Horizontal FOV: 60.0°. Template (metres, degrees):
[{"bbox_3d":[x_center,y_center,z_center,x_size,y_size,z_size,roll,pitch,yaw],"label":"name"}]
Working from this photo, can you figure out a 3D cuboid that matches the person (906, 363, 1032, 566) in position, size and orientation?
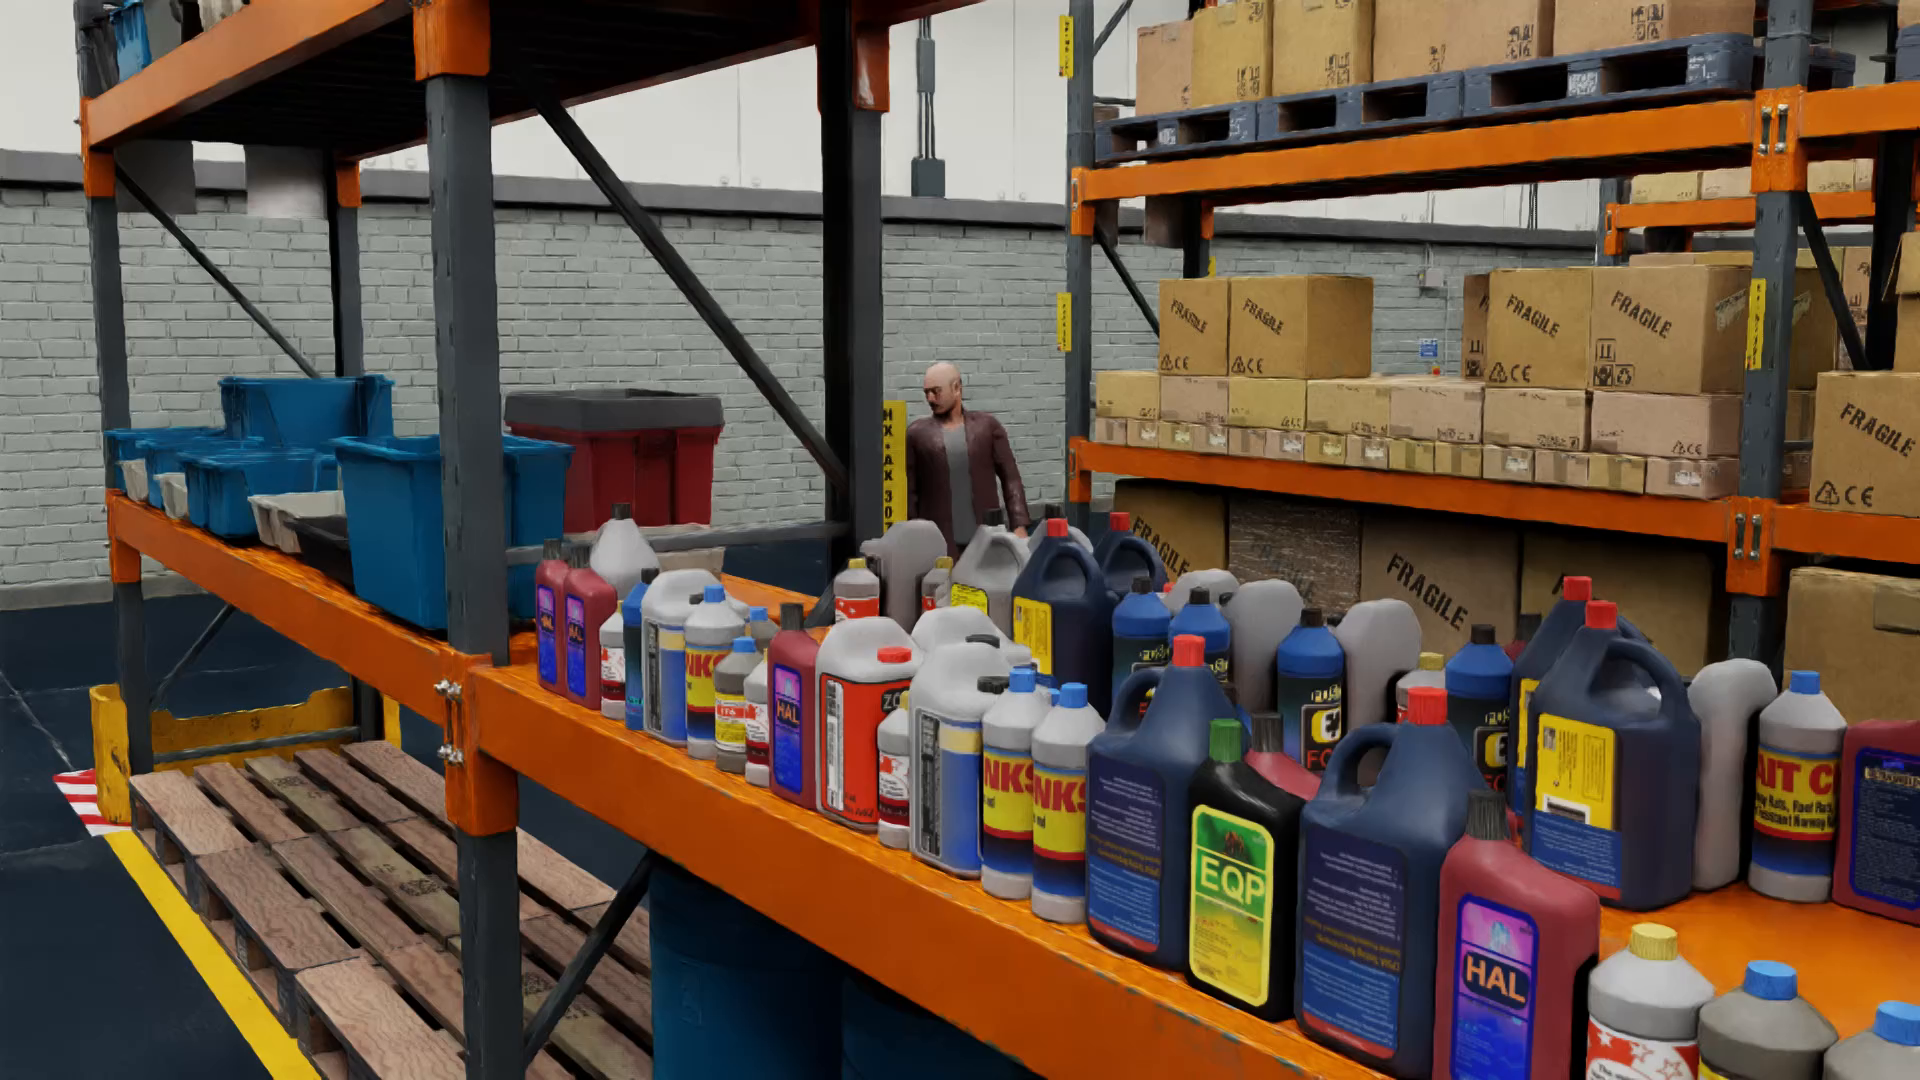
[{"bbox_3d":[0.026,-0.015,8.401,0.648,1.755,0.801,-1,8,-8],"label":"person"}]
